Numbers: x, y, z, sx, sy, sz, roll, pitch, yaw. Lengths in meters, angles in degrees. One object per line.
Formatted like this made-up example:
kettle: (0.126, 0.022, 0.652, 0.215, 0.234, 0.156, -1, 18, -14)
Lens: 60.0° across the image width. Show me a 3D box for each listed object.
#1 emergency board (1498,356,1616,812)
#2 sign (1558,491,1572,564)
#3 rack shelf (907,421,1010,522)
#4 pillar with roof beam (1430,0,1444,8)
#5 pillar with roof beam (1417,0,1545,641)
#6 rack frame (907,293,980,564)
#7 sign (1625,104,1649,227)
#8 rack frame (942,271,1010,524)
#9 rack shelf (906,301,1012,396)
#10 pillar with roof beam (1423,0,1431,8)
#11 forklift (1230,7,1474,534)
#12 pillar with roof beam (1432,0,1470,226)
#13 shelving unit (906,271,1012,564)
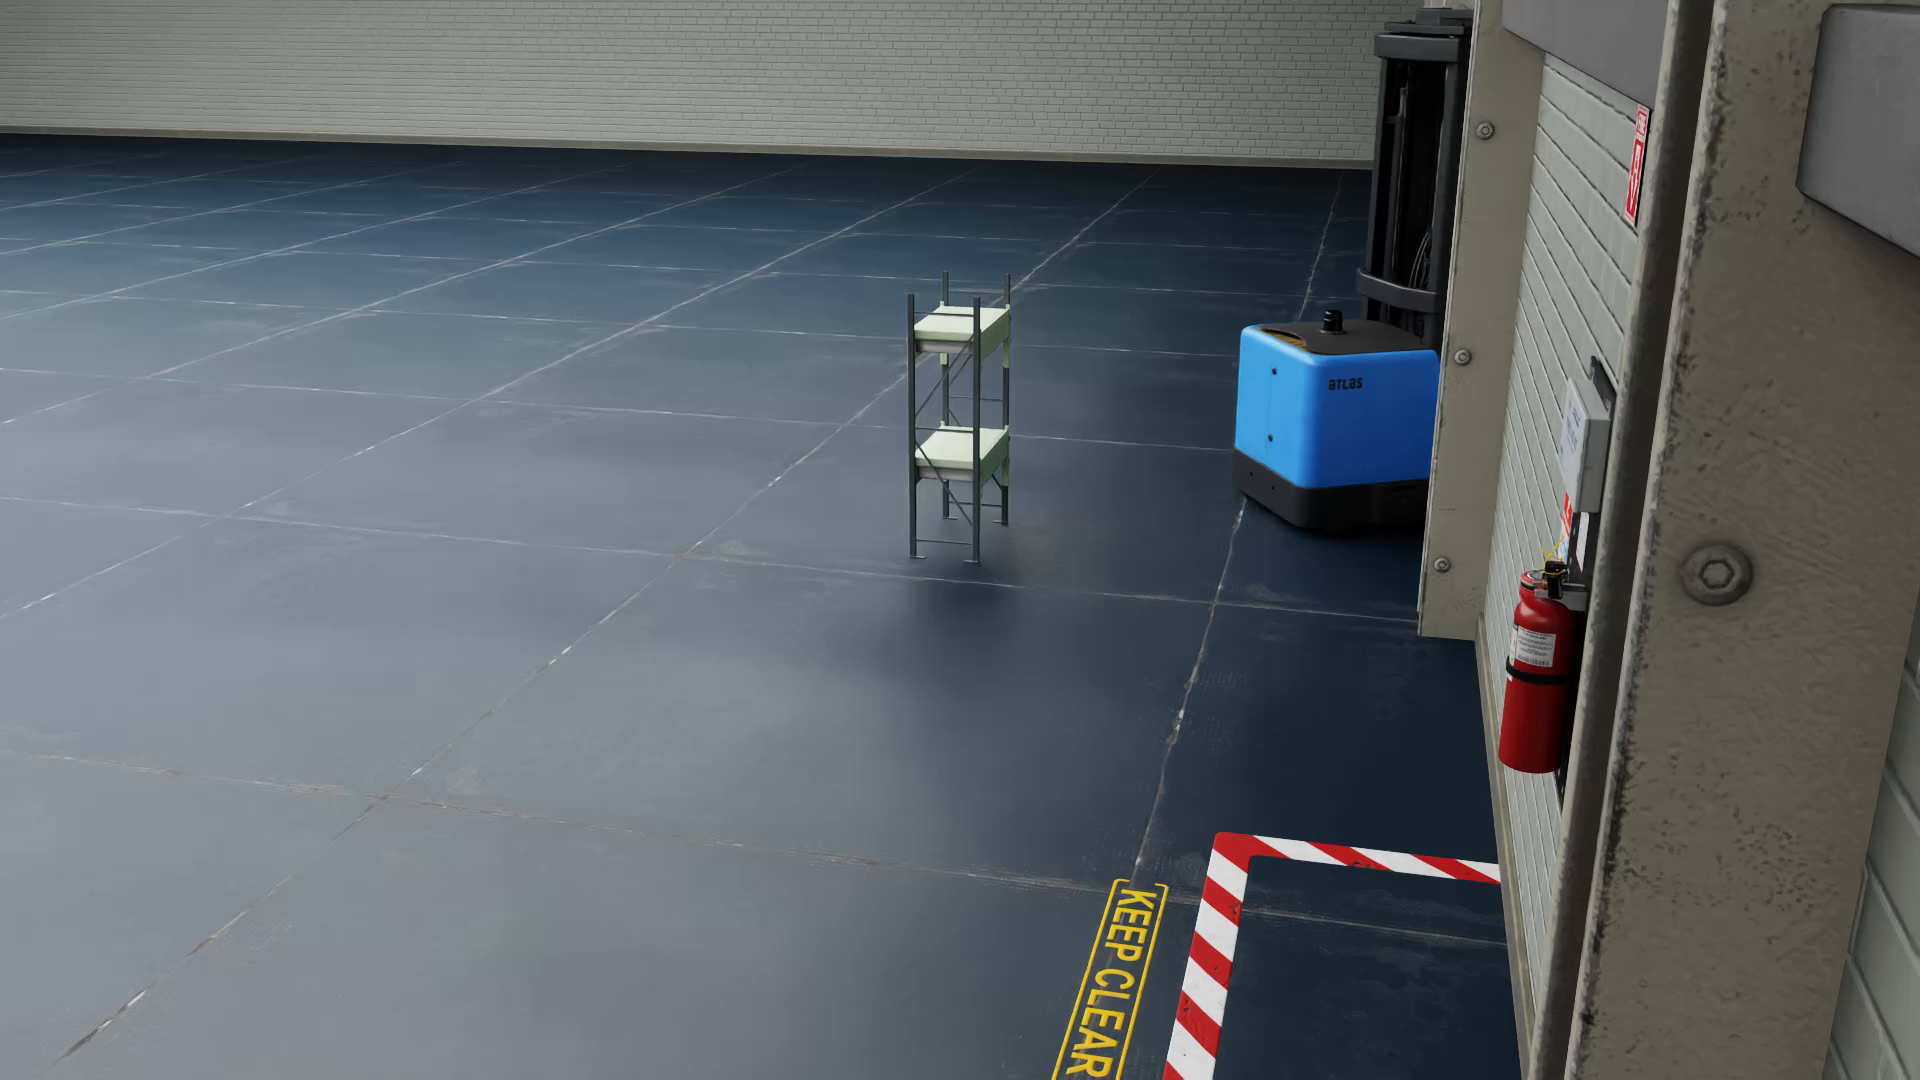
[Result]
emergency board: (1.658, 0.116, 4.707, 0.194, 1.169, 0.643, 5, 19, 13)
sign: (1.893, -0.066, 5.185, 0.001, 0.329, 0.234, 5, 19, 13)
rack shelf: (0.002, -0.403, 9.557, 0.431, 0.370, 0.720, 5, 19, 13)
pillar with roof beam: (1.240, -7.933, 18.992, 9.100, 9.000, 0.400, 5, 19, 13)
pillar with roof beam: (-1.692, -4.172, 7.980, 9.100, 9.000, 0.400, 5, 19, 13)
rack frame: (-0.088, -0.597, 9.115, 0.400, 1.500, 0.023, 5, 19, 13)
sign: (1.756, -0.976, 4.317, 0.001, 0.298, 0.199, 5, 19, 13)
rack frame: (0.091, -0.827, 9.787, 0.400, 1.500, 0.023, 5, 19, 13)
rack shelf: (0.002, -1.081, 9.325, 0.431, 0.370, 0.720, 5, 19, 13)
pillar with roof beam: (2.706, -9.814, 24.497, 9.100, 9.000, 0.400, 5, 19, 13)
forklift: (3.288, -1.674, 10.053, 3.031, 2.935, 1.130, -5, 20, -15)
pillar with roof beam: (-0.226, -6.053, 13.486, 9.100, 9.000, 0.400, 5, 19, 13)
shelving unit: (0.002, -0.712, 9.451, 0.431, 1.500, 0.755, 5, 19, 13)
